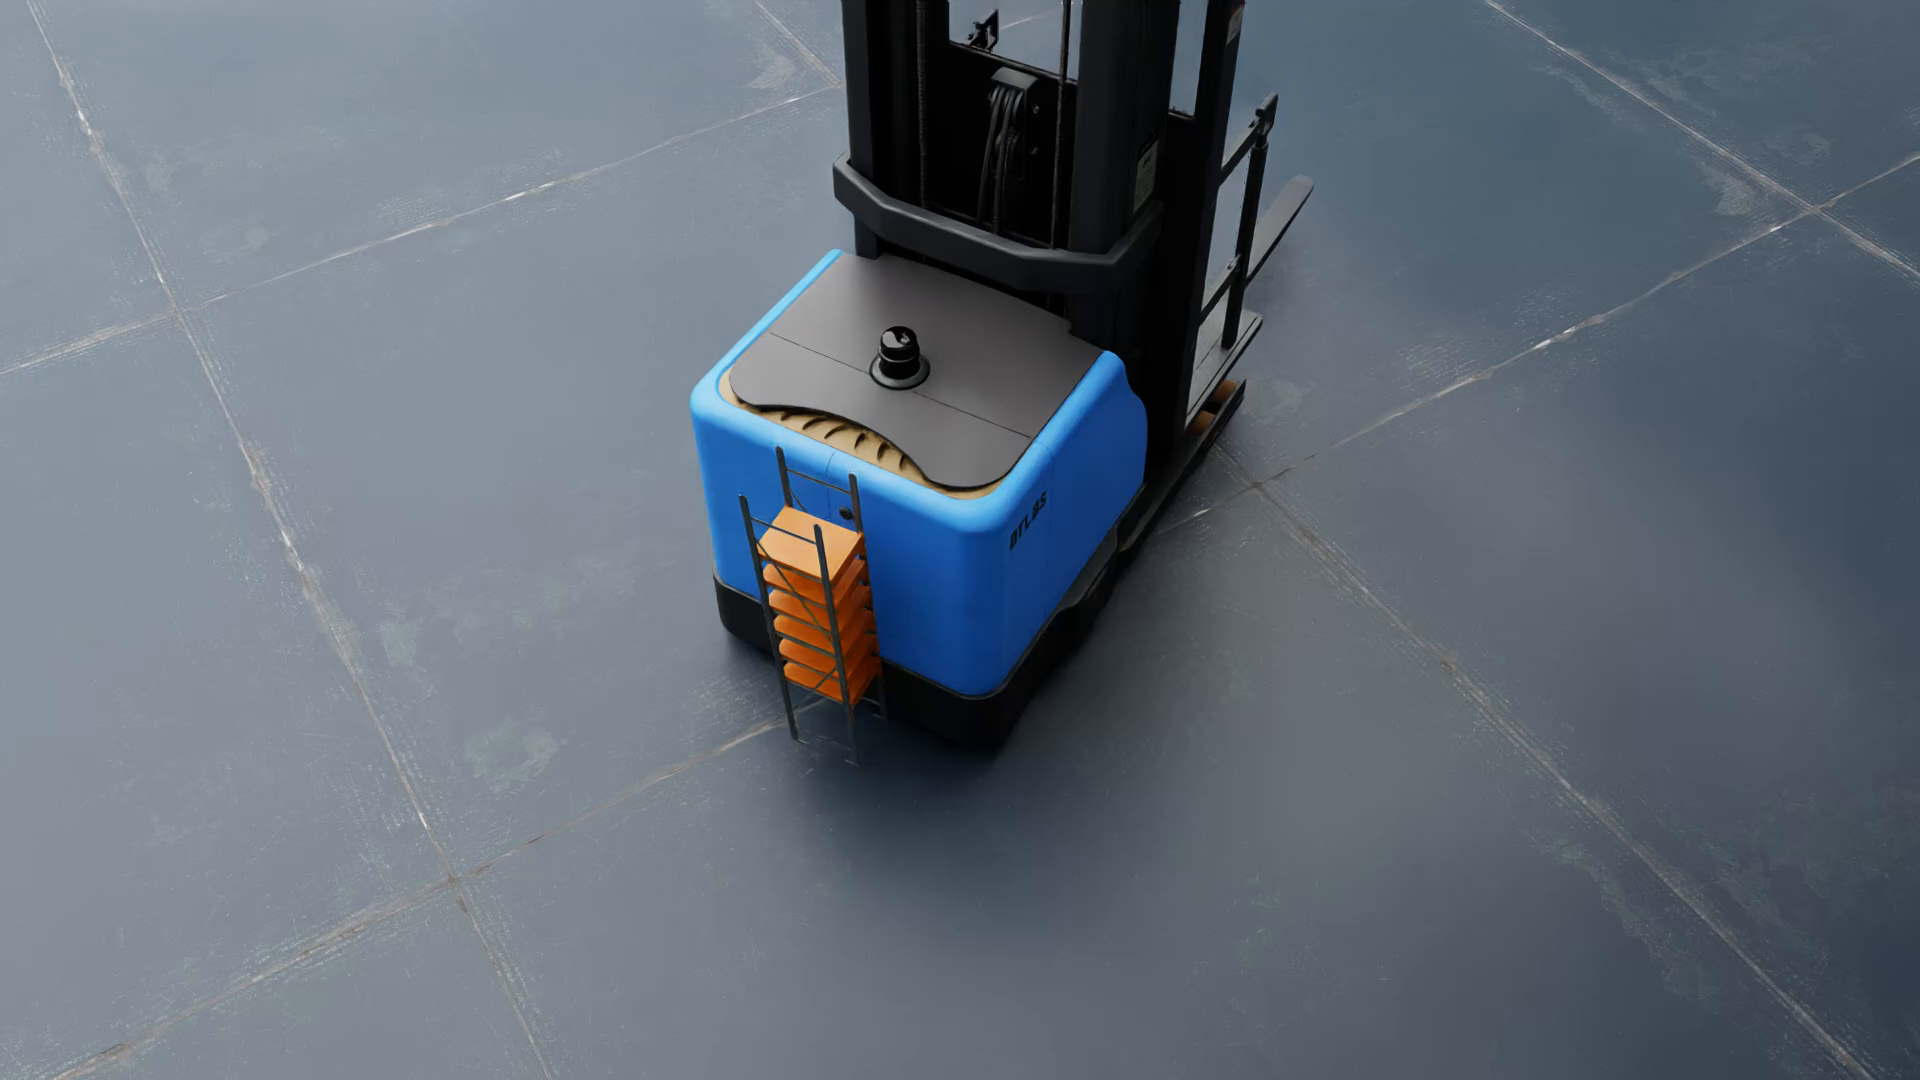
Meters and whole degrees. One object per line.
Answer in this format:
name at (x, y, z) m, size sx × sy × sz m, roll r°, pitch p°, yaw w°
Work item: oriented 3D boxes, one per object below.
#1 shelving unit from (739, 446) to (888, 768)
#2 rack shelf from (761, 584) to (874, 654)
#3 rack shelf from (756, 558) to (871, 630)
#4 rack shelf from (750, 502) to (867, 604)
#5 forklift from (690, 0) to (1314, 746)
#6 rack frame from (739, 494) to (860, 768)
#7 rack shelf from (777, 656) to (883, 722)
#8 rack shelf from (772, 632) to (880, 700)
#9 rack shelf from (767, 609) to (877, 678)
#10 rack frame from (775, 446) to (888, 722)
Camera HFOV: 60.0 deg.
shelving unit at (-0.396, 0.227, 4.736) m, size 0.258 × 1.200 × 0.189 m, roll 21°, pitch 56°, yaw 17°
rack shelf at (-0.398, 0.181, 4.677) m, size 0.258 × 0.103 × 0.180 m, roll 21°, pitch 56°, yaw 17°
rack shelf at (-0.403, 0.108, 4.582) m, size 0.258 × 0.103 × 0.180 m, roll 21°, pitch 56°, yaw 17°
rack shelf at (-0.407, 0.034, 4.487) m, size 0.258 × 0.103 × 0.180 m, roll 21°, pitch 56°, yaw 17°
forklift at (0.390, -1.441, 5.071) m, size 1.130 × 2.935 × 3.031 m, roll 23°, pitch 52°, yaw 19°
rack frame at (-0.437, 0.293, 4.687) m, size 0.240 × 1.200 × 0.006 m, roll 21°, pitch 56°, yaw 17°
rack shelf at (-0.386, 0.401, 4.961) m, size 0.258 × 0.103 × 0.180 m, roll 21°, pitch 56°, yaw 17°
rack shelf at (-0.390, 0.328, 4.866) m, size 0.258 × 0.103 × 0.180 m, roll 21°, pitch 56°, yaw 17°
rack shelf at (-0.394, 0.254, 4.771) m, size 0.258 × 0.103 × 0.180 m, roll 21°, pitch 56°, yaw 17°
rack frame at (-0.355, 0.162, 4.785) m, size 0.240 × 1.200 × 0.006 m, roll 21°, pitch 56°, yaw 17°
